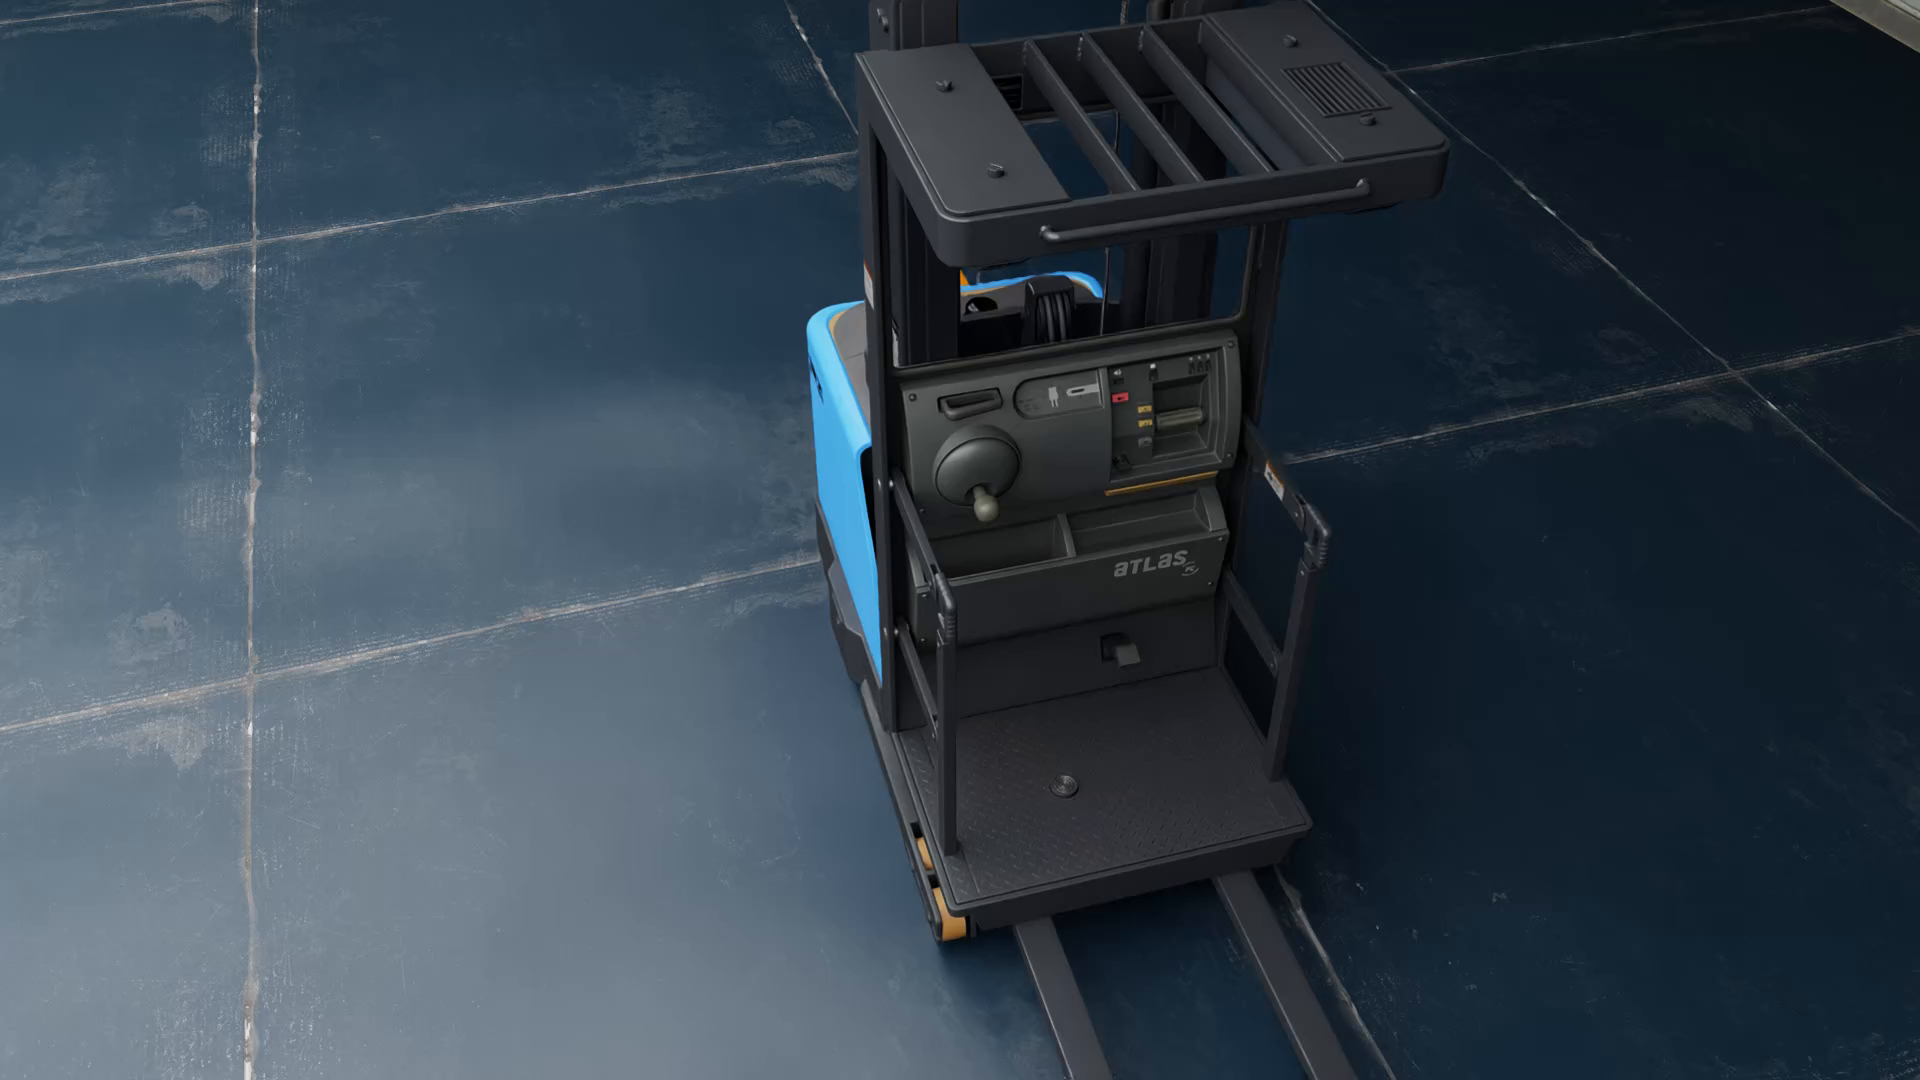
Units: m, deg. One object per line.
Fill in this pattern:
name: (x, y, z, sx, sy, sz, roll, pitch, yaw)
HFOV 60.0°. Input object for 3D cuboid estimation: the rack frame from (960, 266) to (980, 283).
rack frame: (0.030, -0.638, 6.068, 0.006, 1.200, 0.240, -11, 42, -13)

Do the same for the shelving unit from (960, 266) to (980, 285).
shelving unit: (-0.057, -0.620, 6.048, 0.189, 1.200, 0.258, -11, 42, -13)

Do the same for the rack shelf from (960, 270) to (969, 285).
rack shelf: (-0.057, -0.858, 5.840, 0.180, 0.103, 0.258, -11, 42, -13)

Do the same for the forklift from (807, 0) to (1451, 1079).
forklift: (0.368, -0.217, 4.271, 1.130, 2.935, 3.031, -11, 42, -12)
